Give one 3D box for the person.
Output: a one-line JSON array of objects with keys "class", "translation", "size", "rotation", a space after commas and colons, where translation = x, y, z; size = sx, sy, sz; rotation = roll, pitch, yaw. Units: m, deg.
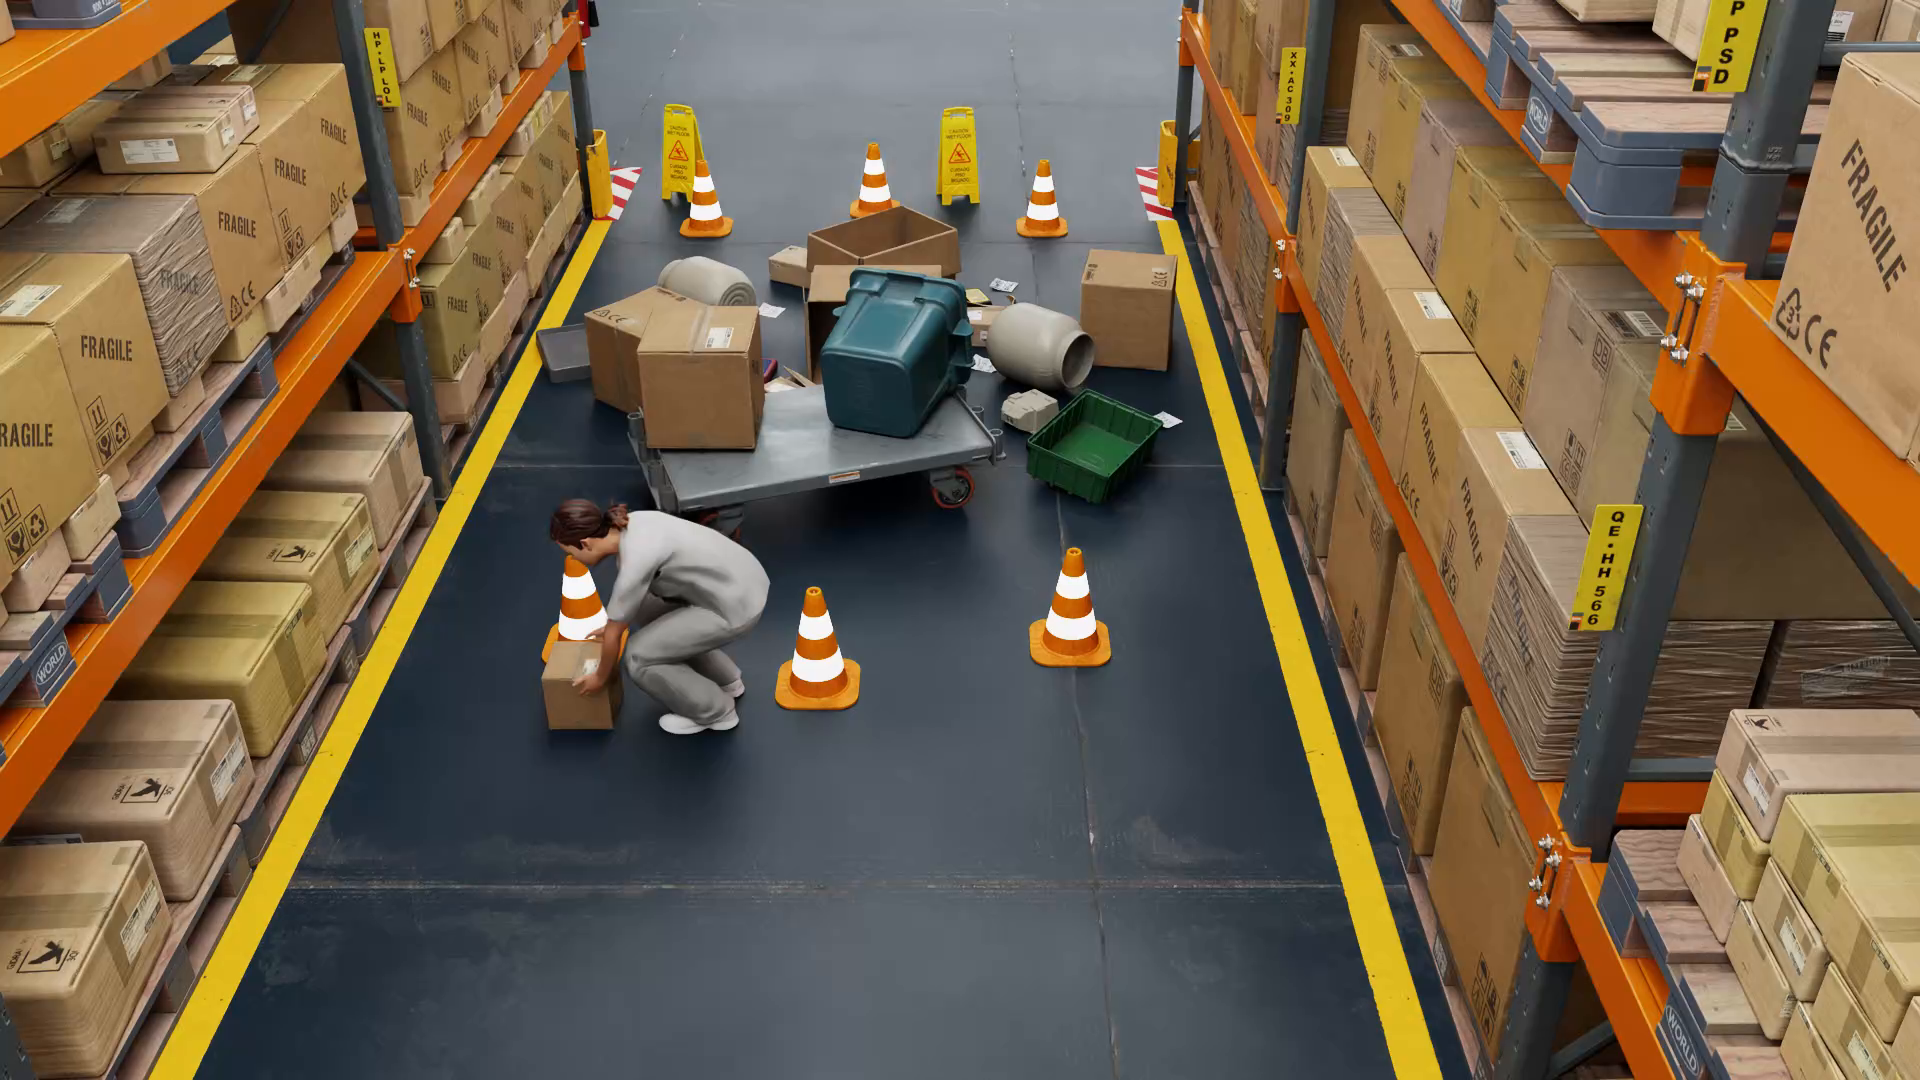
[{"class": "person", "translation": [-1.121, 0.268, 6.349], "size": [0.782, 0.998, 0.488], "rotation": [0, 32, 0]}]
